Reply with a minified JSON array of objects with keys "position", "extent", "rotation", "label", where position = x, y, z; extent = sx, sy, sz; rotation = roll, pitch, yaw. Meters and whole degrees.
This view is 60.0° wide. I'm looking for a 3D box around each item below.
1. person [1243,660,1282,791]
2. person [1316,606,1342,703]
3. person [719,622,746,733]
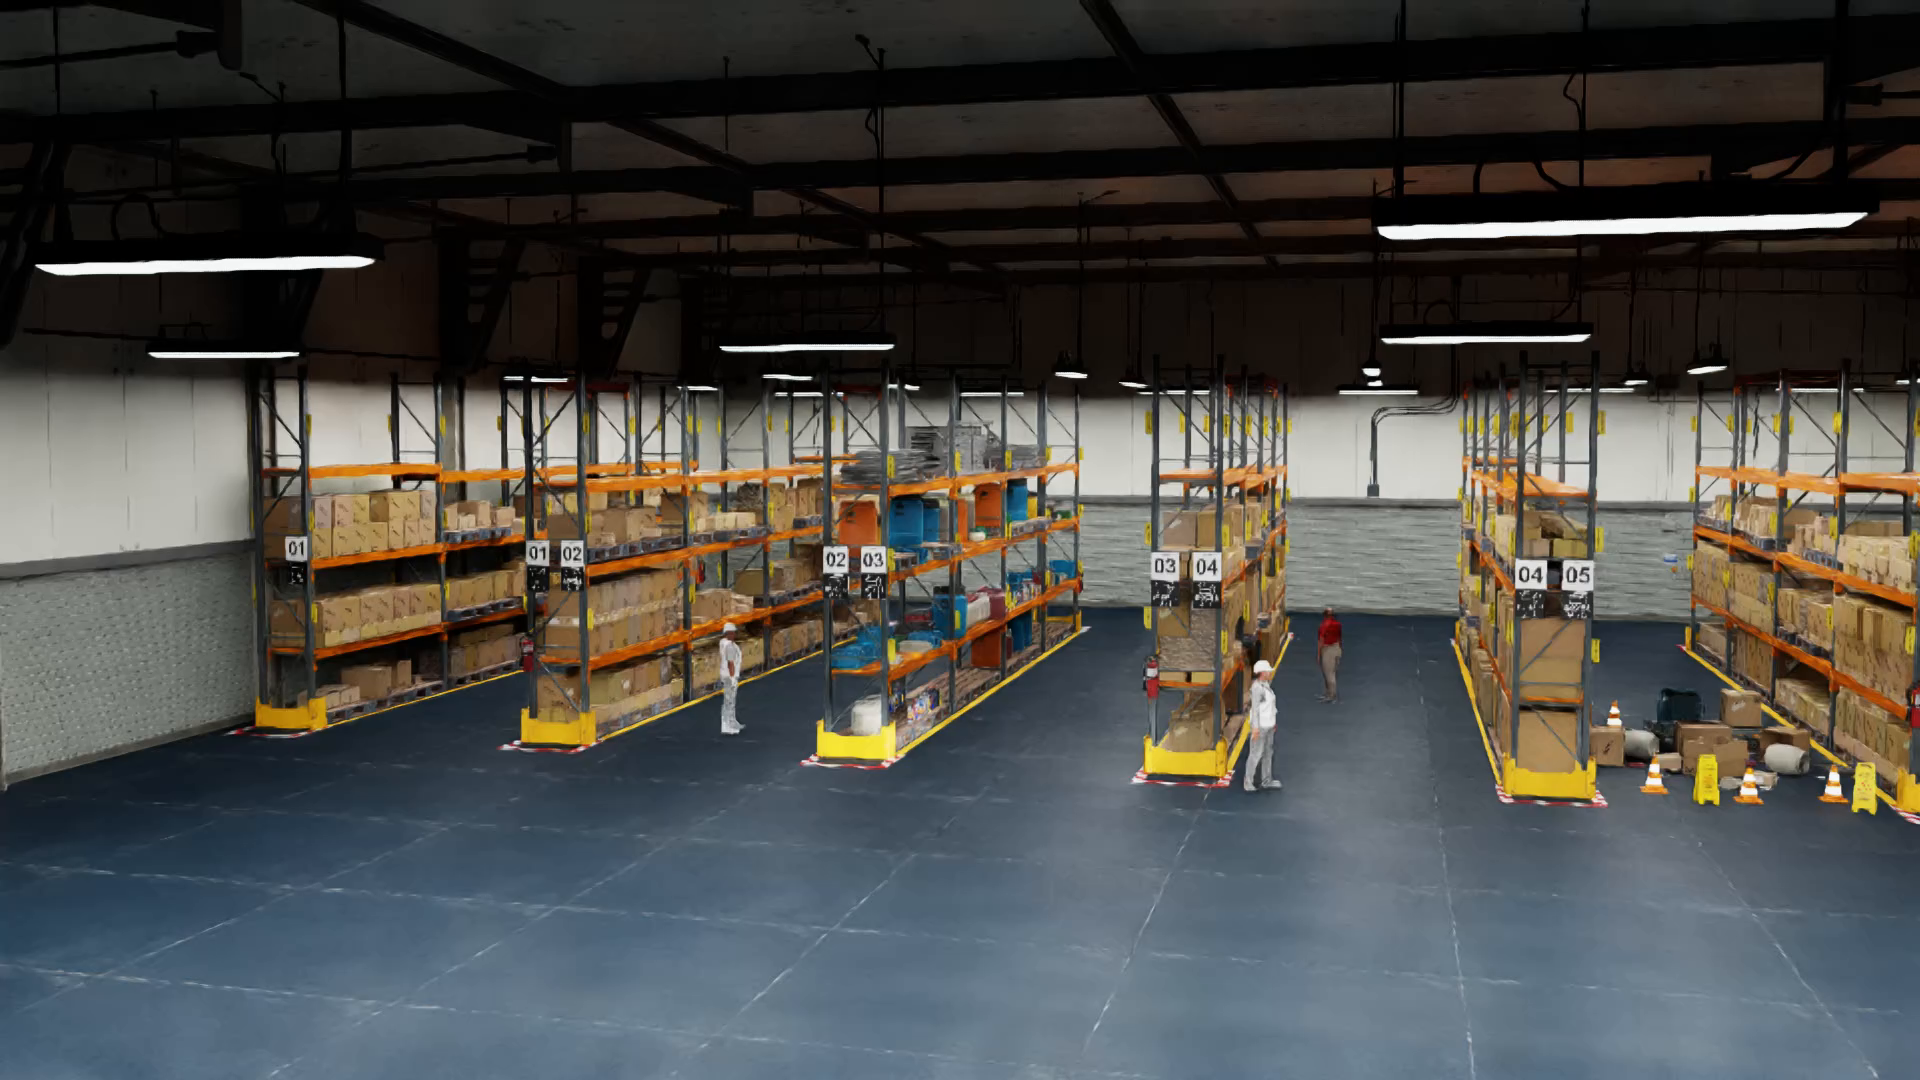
[{"position":[4.139,2.541,22.800],"extent":[0.449,1.770,0.640],"rotation":[2,4,24],"label":"person"},{"position":[6.645,2.053,30.072],"extent":[0.654,1.723,0.586],"rotation":[-4,5,-44],"label":"person"},{"position":[-3.699,2.228,27.106],"extent":[0.457,1.776,0.618],"rotation":[-1,4,-14],"label":"person"}]
